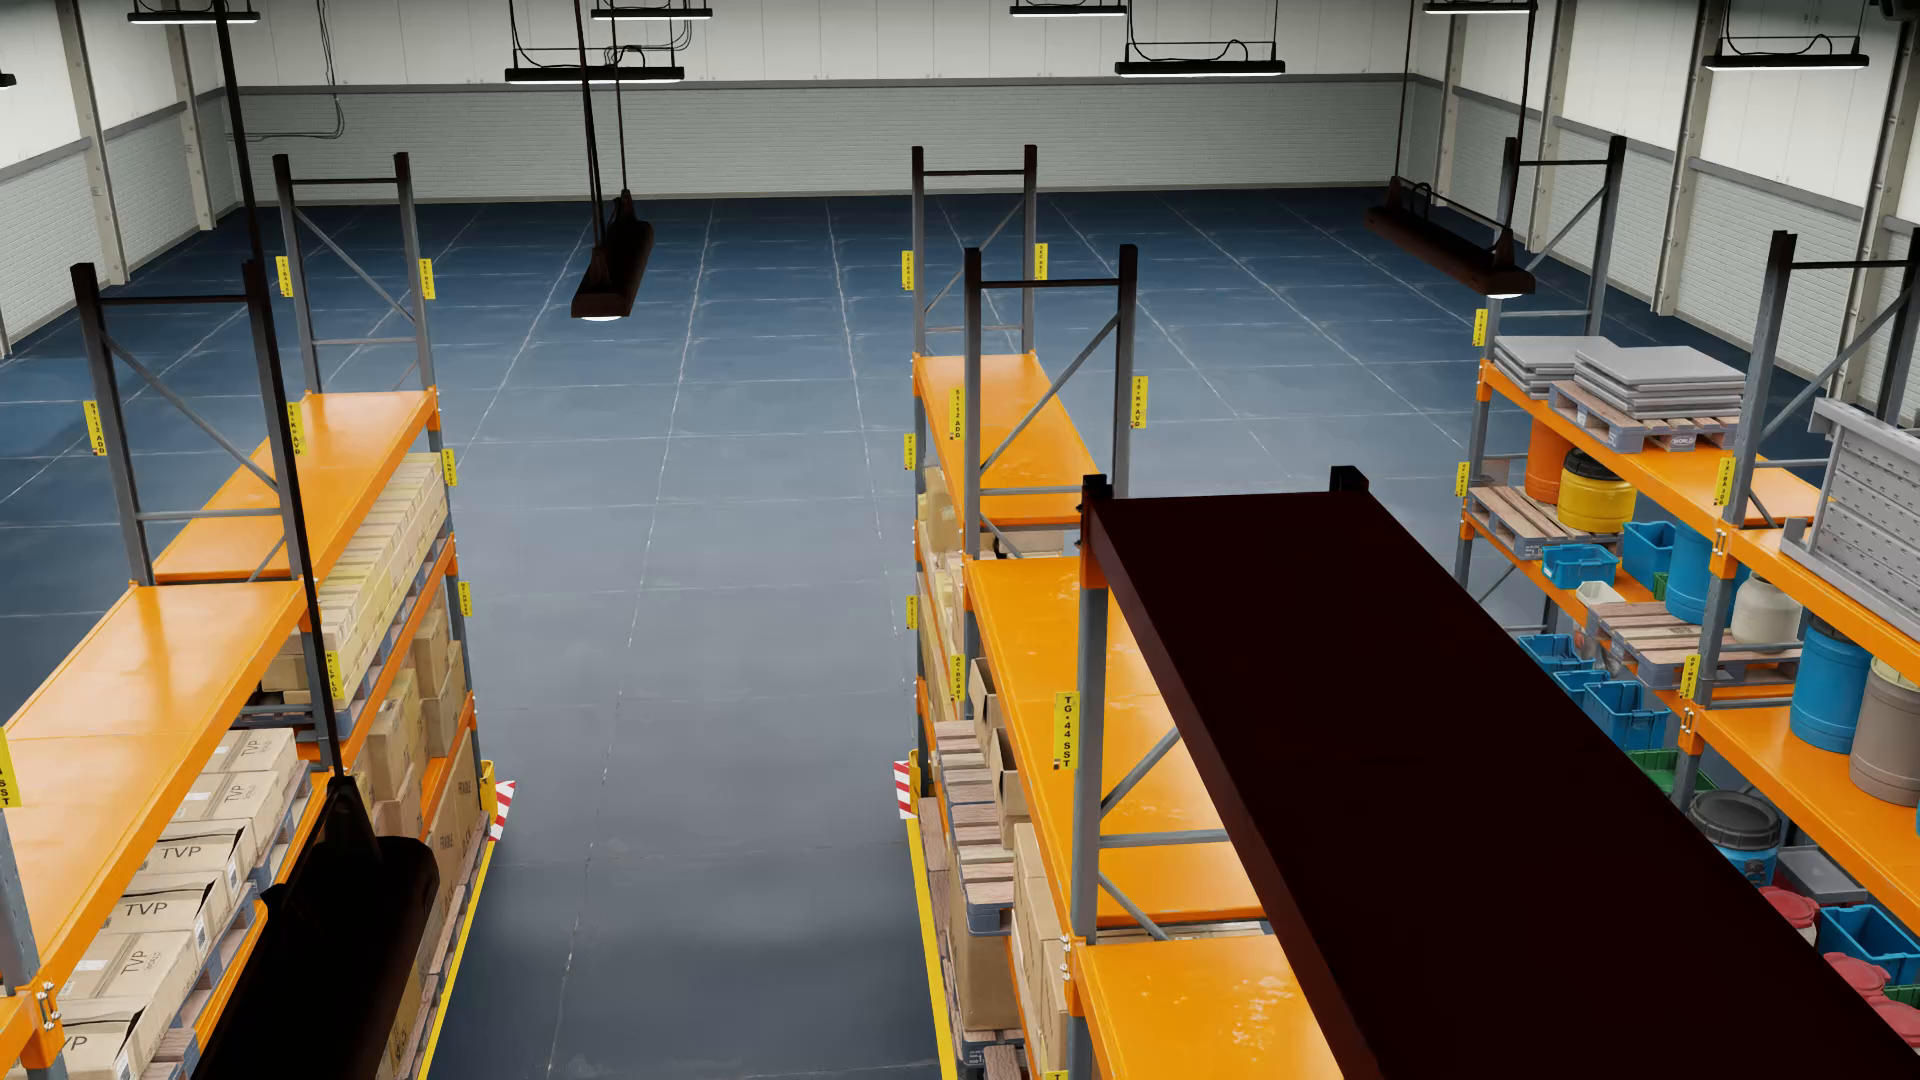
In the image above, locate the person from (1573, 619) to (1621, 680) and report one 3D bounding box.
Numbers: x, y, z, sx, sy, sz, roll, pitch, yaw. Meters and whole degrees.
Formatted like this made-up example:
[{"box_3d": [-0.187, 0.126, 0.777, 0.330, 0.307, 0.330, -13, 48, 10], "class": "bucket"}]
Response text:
[{"box_3d": [6.494, 0.908, 16.921, 0.557, 1.769, 0.456, -1, 22, -3], "class": "person"}]
